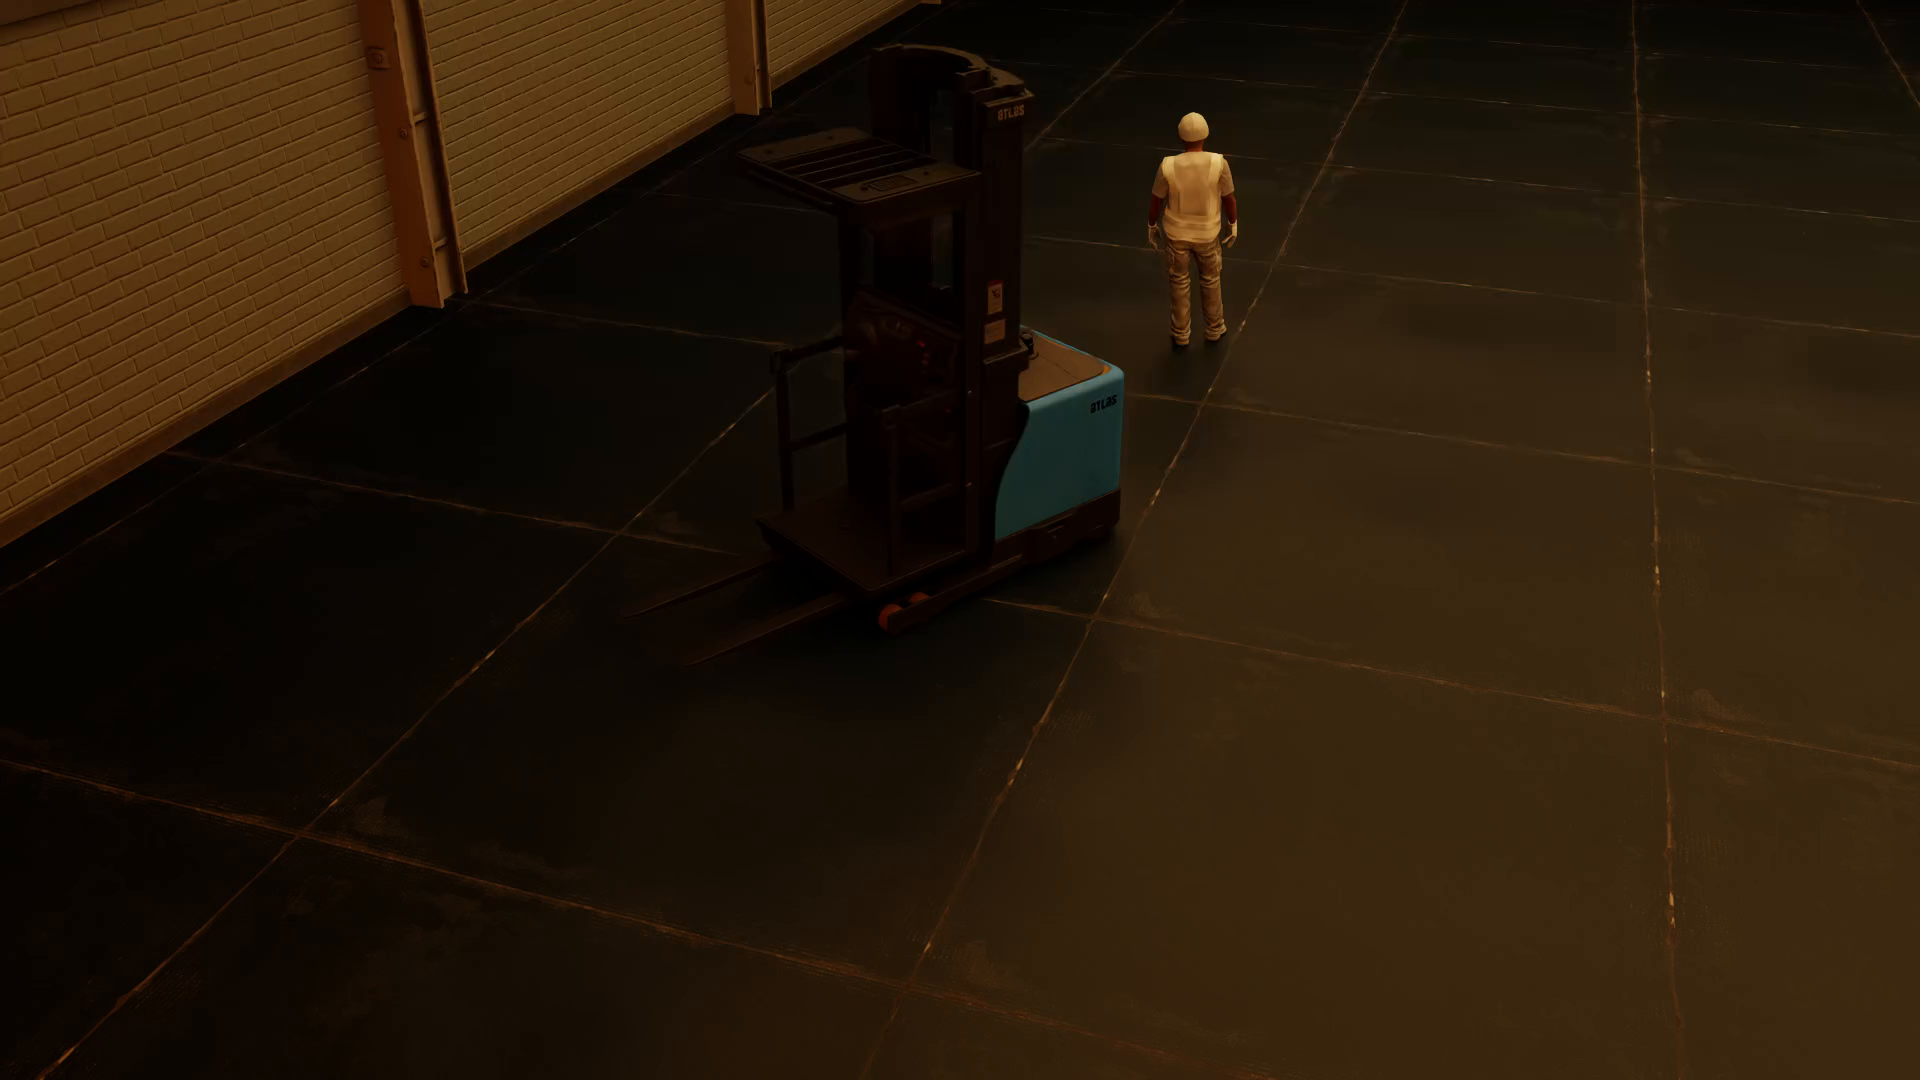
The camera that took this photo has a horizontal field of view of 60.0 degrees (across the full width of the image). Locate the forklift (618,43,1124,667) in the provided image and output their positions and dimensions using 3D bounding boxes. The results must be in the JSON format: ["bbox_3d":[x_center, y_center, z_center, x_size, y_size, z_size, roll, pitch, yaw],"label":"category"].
[{"bbox_3d":[-0.477,-1.045,8.969,3.031,2.935,1.130,-23,37,-34],"label":"forklift"}]

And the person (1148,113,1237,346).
[{"bbox_3d":[1.725,-2.315,12.341,0.657,1.784,0.576,4,30,7],"label":"person"}]
